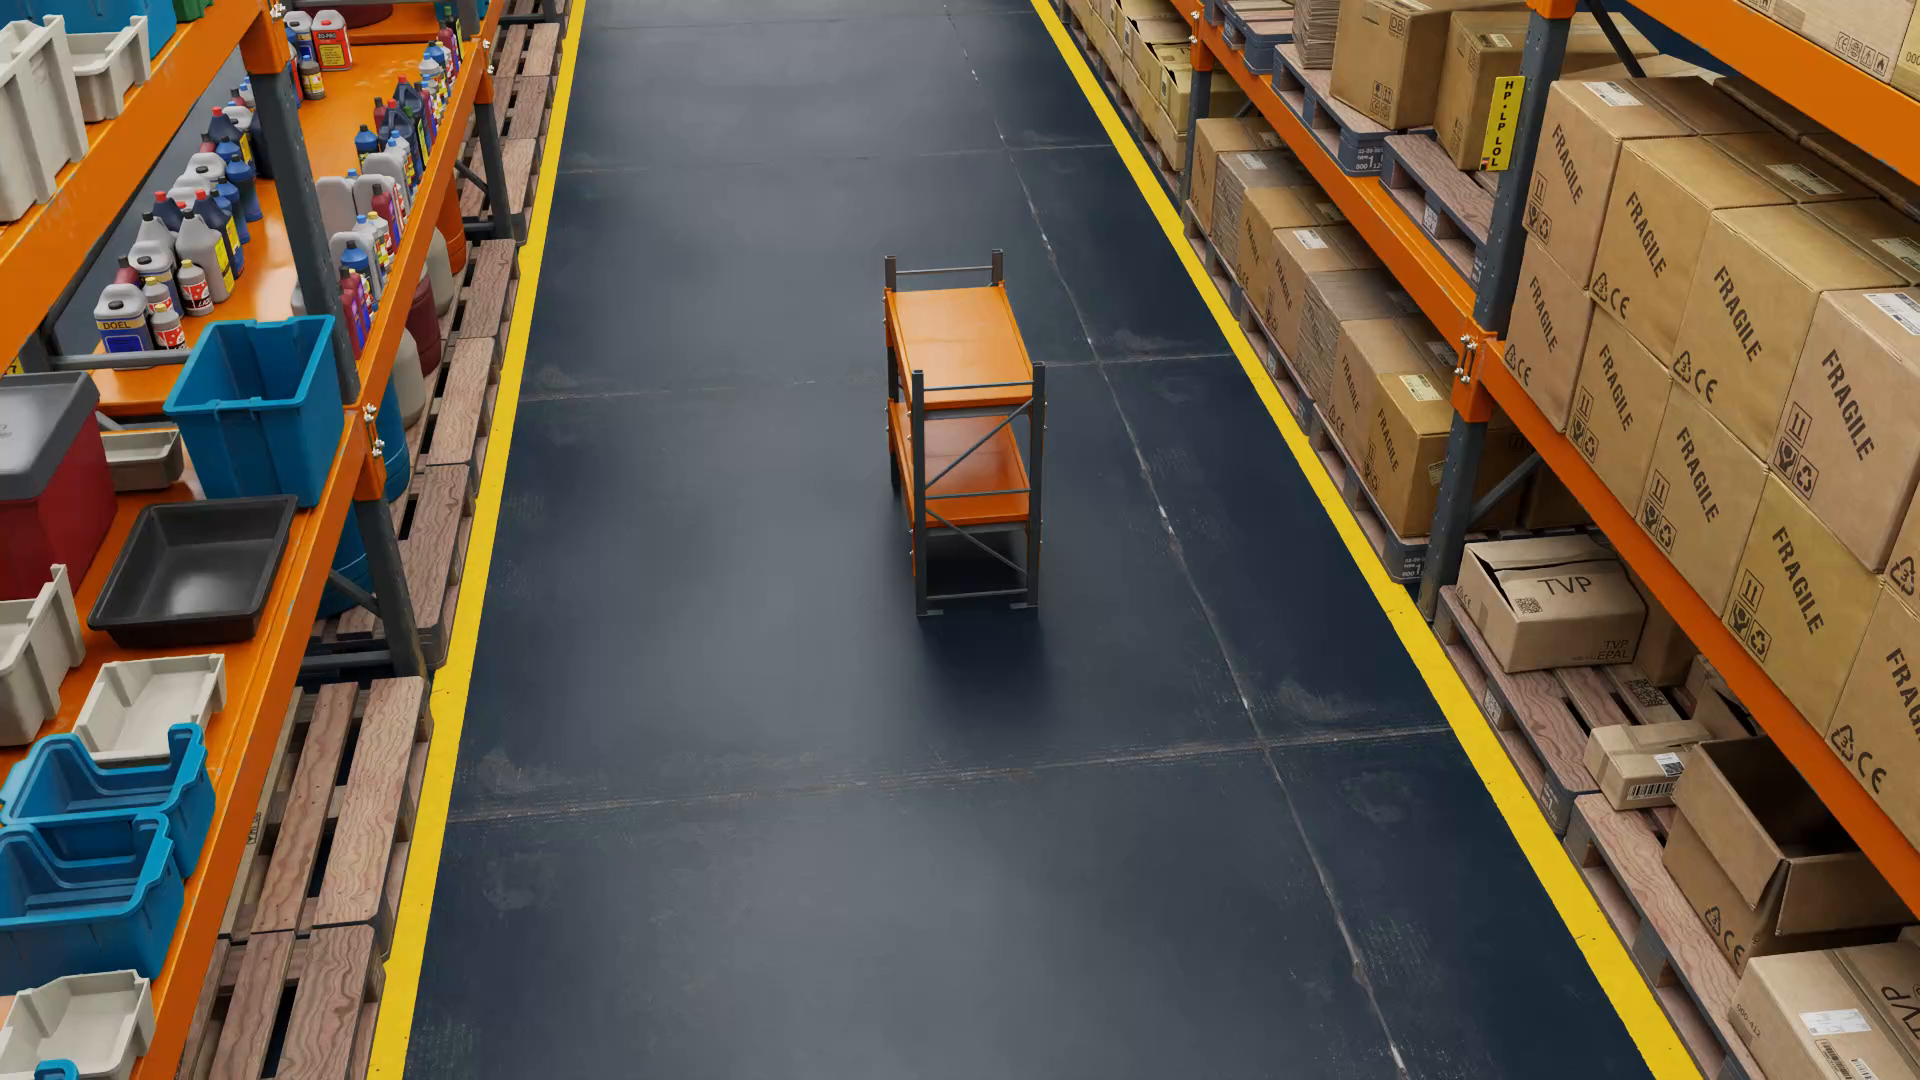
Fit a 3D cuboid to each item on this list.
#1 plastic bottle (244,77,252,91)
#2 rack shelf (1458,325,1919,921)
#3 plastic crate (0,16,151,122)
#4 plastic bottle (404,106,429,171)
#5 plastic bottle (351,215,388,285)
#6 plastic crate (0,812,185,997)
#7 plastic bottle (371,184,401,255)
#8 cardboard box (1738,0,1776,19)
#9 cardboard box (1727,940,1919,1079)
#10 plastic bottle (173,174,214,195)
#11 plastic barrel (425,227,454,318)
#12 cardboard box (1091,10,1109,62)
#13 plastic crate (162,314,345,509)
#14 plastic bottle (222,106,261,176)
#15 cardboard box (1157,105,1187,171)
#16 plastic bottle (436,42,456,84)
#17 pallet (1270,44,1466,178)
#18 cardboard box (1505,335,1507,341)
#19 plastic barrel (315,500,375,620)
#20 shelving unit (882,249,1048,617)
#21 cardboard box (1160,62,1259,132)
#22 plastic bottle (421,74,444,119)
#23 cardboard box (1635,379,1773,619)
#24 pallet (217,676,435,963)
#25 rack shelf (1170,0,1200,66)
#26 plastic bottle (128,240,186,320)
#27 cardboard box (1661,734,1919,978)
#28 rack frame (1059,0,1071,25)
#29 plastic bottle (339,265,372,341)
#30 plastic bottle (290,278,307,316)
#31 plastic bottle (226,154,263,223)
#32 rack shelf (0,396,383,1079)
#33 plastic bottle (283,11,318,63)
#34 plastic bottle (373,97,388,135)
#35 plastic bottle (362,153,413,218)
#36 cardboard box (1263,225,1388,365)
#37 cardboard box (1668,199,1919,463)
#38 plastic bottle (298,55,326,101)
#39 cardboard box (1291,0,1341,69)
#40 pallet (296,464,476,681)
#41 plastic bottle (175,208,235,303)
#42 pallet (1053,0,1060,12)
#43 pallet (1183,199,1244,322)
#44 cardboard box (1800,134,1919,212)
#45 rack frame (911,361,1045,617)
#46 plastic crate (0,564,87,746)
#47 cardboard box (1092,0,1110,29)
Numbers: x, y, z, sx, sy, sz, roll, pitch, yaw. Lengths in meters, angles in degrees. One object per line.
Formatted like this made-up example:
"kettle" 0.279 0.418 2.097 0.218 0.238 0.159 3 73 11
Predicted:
"plastic bottle" -3.228 -1.982 7.610 0.097 0.271 0.097 0 34 0
"rack shelf" 2.651 0.443 4.576 1.077 0.370 4.000 -4 35 -6
"plastic crate" -1.979 -1.047 3.694 0.293 0.136 0.466 -4 35 -6
"plastic bottle" -2.391 -1.773 7.291 0.061 0.283 0.133 -4 35 -6
"plastic bottle" -2.250 -1.103 6.319 0.097 0.271 0.097 0 34 0
"plastic crate" -1.873 0.781 3.535 0.416 0.233 0.300 -4 35 -6
"plastic bottle" -2.273 -1.282 6.571 0.061 0.283 0.133 -4 35 -6
"cardboard box" 2.265 -1.579 4.373 0.500 0.250 0.500 -4 35 -6
"cardboard box" 2.504 1.399 4.585 0.500 0.250 0.500 -4 35 -6
"plastic bottle" -3.035 -1.302 6.607 0.152 0.276 0.135 -4 35 -6
"plastic barrel" -2.818 -1.395 8.470 0.421 0.512 0.421 0 34 0
"cardboard box" 1.254 -3.654 12.017 0.500 0.250 0.500 -5 35 -8
"plastic crate" -2.126 -0.381 5.107 0.392 0.384 0.575 -4 35 -6
"plastic bottle" -3.141 -1.739 7.248 0.152 0.276 0.135 -4 35 -6
"cardboard box" 1.531 -2.515 10.346 0.500 0.250 0.500 -4 34 -5
"plastic bottle" -2.559 -2.360 8.225 0.097 0.201 0.097 0 34 0
"pallet" 2.110 -2.039 7.748 1.003 0.211 1.213 -4 35 -6
"cardboard box" 2.475 -0.705 7.450 0.500 0.500 0.500 -4 34 -6
"plastic barrel" -2.583 -0.209 6.383 0.600 0.901 0.708 -4 35 -6
"shelving unit" 0.001 -0.461 6.928 0.538 1.125 1.048 -4 35 -6
"cardboard box" 1.529 -2.746 10.186 0.500 0.311 0.500 -3 34 -5
"plastic bottle" -2.494 -2.088 7.827 0.097 0.201 0.097 0 34 0
"cardboard box" 2.317 -0.142 4.706 0.500 0.500 0.500 -5 35 -7
"pallet" -2.390 0.962 5.651 1.003 0.211 1.213 -4 35 -6
"rack shelf" 1.575 -4.022 11.127 1.077 0.370 4.000 -4 35 -6
"plastic bottle" -2.950 -0.946 6.084 0.152 0.276 0.135 -4 35 -6
"cardboard box" 2.640 0.927 5.052 0.797 0.503 0.637 -4 35 -6
"rack frame" 1.306 -5.435 12.562 1.000 3.000 0.127 -4 35 -6
"plastic bottle" -2.172 -0.861 5.953 0.061 0.283 0.133 -4 35 -6
"plastic bottle" -2.259 -0.821 5.835 0.144 0.351 0.185 -4 35 -6
"plastic bottle" -2.946 -1.450 6.828 0.097 0.271 0.097 0 34 0
"rack shelf" -2.258 0.816 4.028 1.077 0.370 4.000 -4 35 -6
"plastic bottle" -3.327 -2.513 8.383 0.152 0.276 0.135 -4 35 -6
"plastic bottle" -2.552 -1.836 7.385 0.061 0.283 0.133 -4 35 -6
"plastic bottle" -2.368 -1.480 6.868 0.152 0.276 0.135 -4 35 -6
"cardboard box" 1.836 -1.213 8.196 0.500 0.500 0.500 -5 35 -8
"cardboard box" 2.305 -0.566 4.441 0.500 0.500 0.500 -5 35 -8
"plastic bottle" -3.144 -2.243 8.055 0.097 0.201 0.097 0 34 0
"cardboard box" 1.974 -2.550 7.867 0.700 0.500 0.500 2 34 3
"pallet" -2.590 0.121 6.885 1.003 0.211 1.213 -4 35 -6
"plastic bottle" -2.832 -1.076 6.210 0.144 0.351 0.185 -4 35 -6
"pallet" 1.240 -4.730 14.003 1.003 0.211 1.213 -4 35 -6
"pallet" 1.907 -1.631 9.456 1.003 0.211 1.213 -4 35 -6
"cardboard box" 2.778 -0.877 4.897 0.500 0.500 0.500 -5 35 -7
"rack frame" 0.069 -0.177 6.511 0.500 1.125 0.032 -4 35 -6
"plastic crate" -2.504 0.293 4.209 0.437 0.282 0.530 -4 35 -6
"cardboard box" 1.248 -3.886 11.860 0.500 0.311 0.500 -5 35 -8
